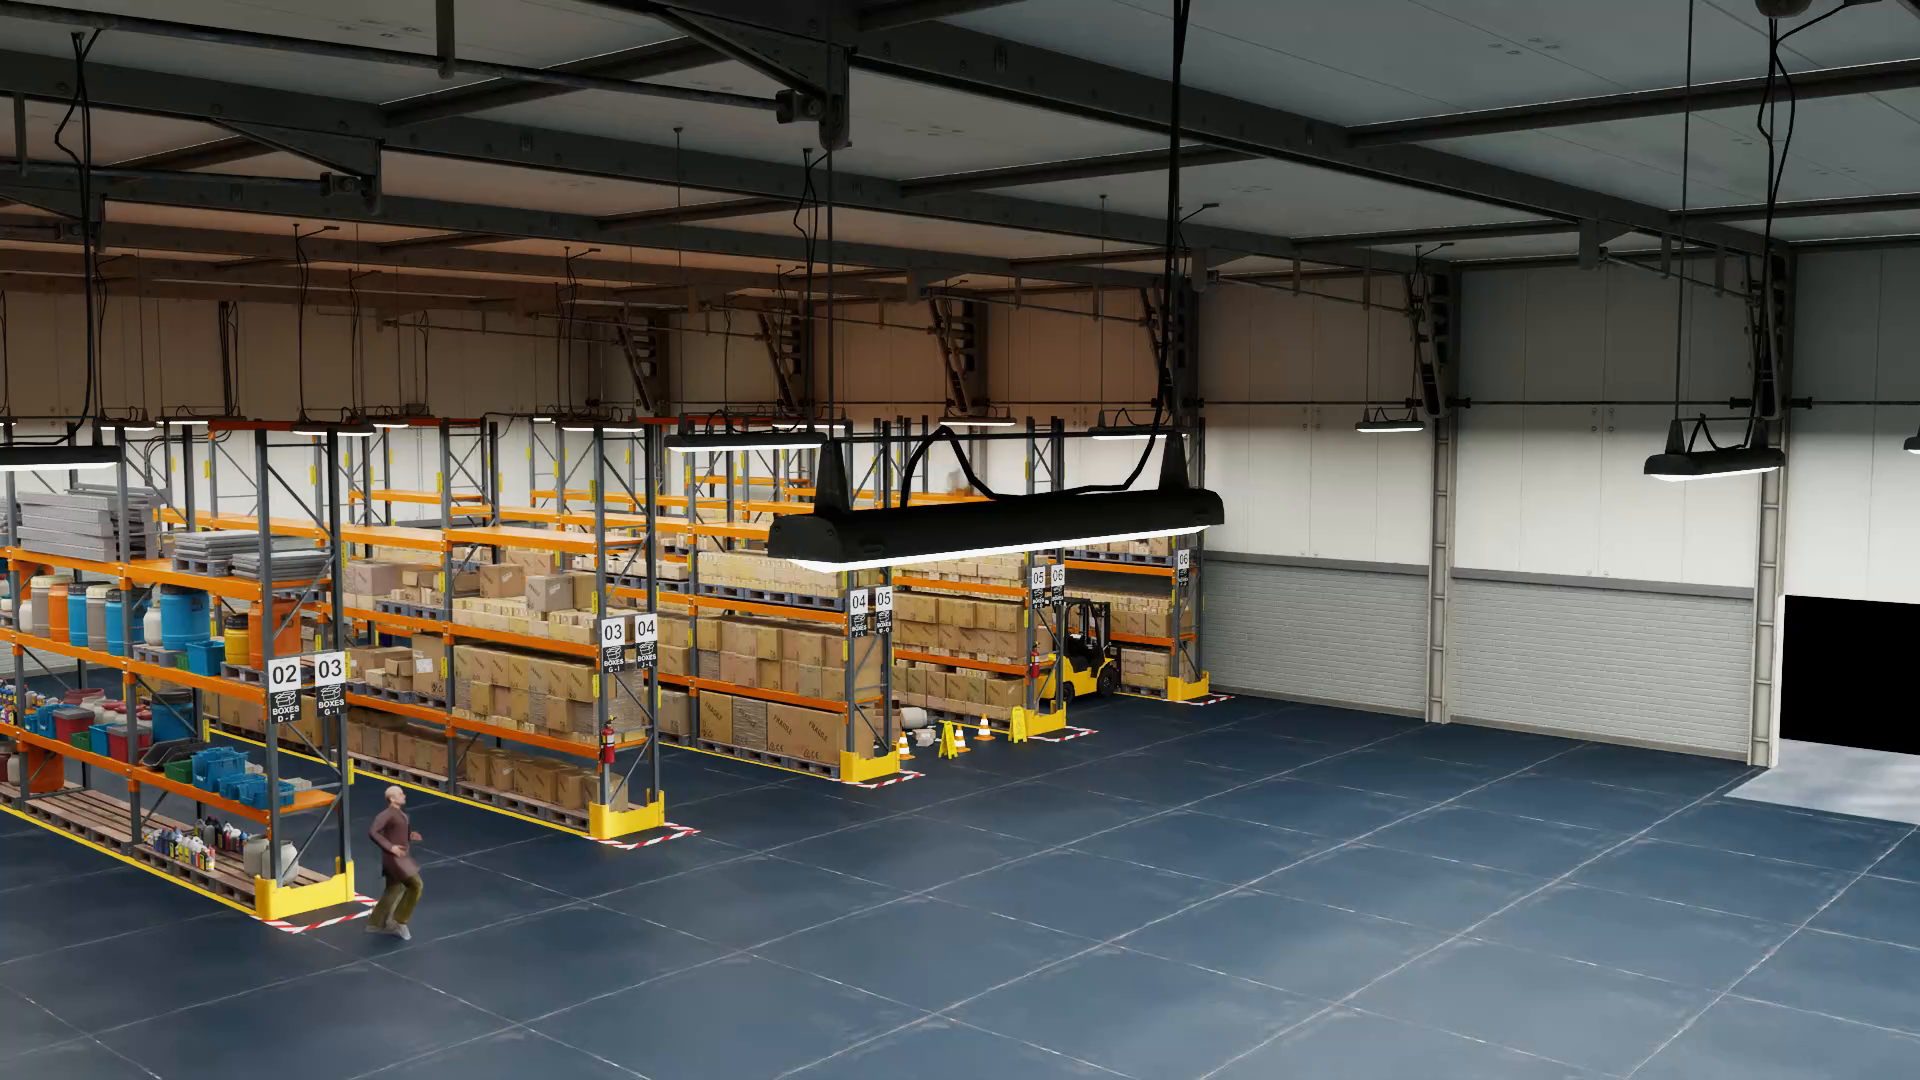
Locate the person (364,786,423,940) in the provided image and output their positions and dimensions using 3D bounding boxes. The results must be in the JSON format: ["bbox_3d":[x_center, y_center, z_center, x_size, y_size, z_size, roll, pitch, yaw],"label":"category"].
[{"bbox_3d":[-6.719,3.825,19.726,0.675,1.827,0.732,-1,5,-13],"label":"person"}]

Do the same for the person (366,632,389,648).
[{"bbox_3d":[-13.981,2.189,40.095,0.577,1.707,0.741,4,6,39],"label":"person"}]
